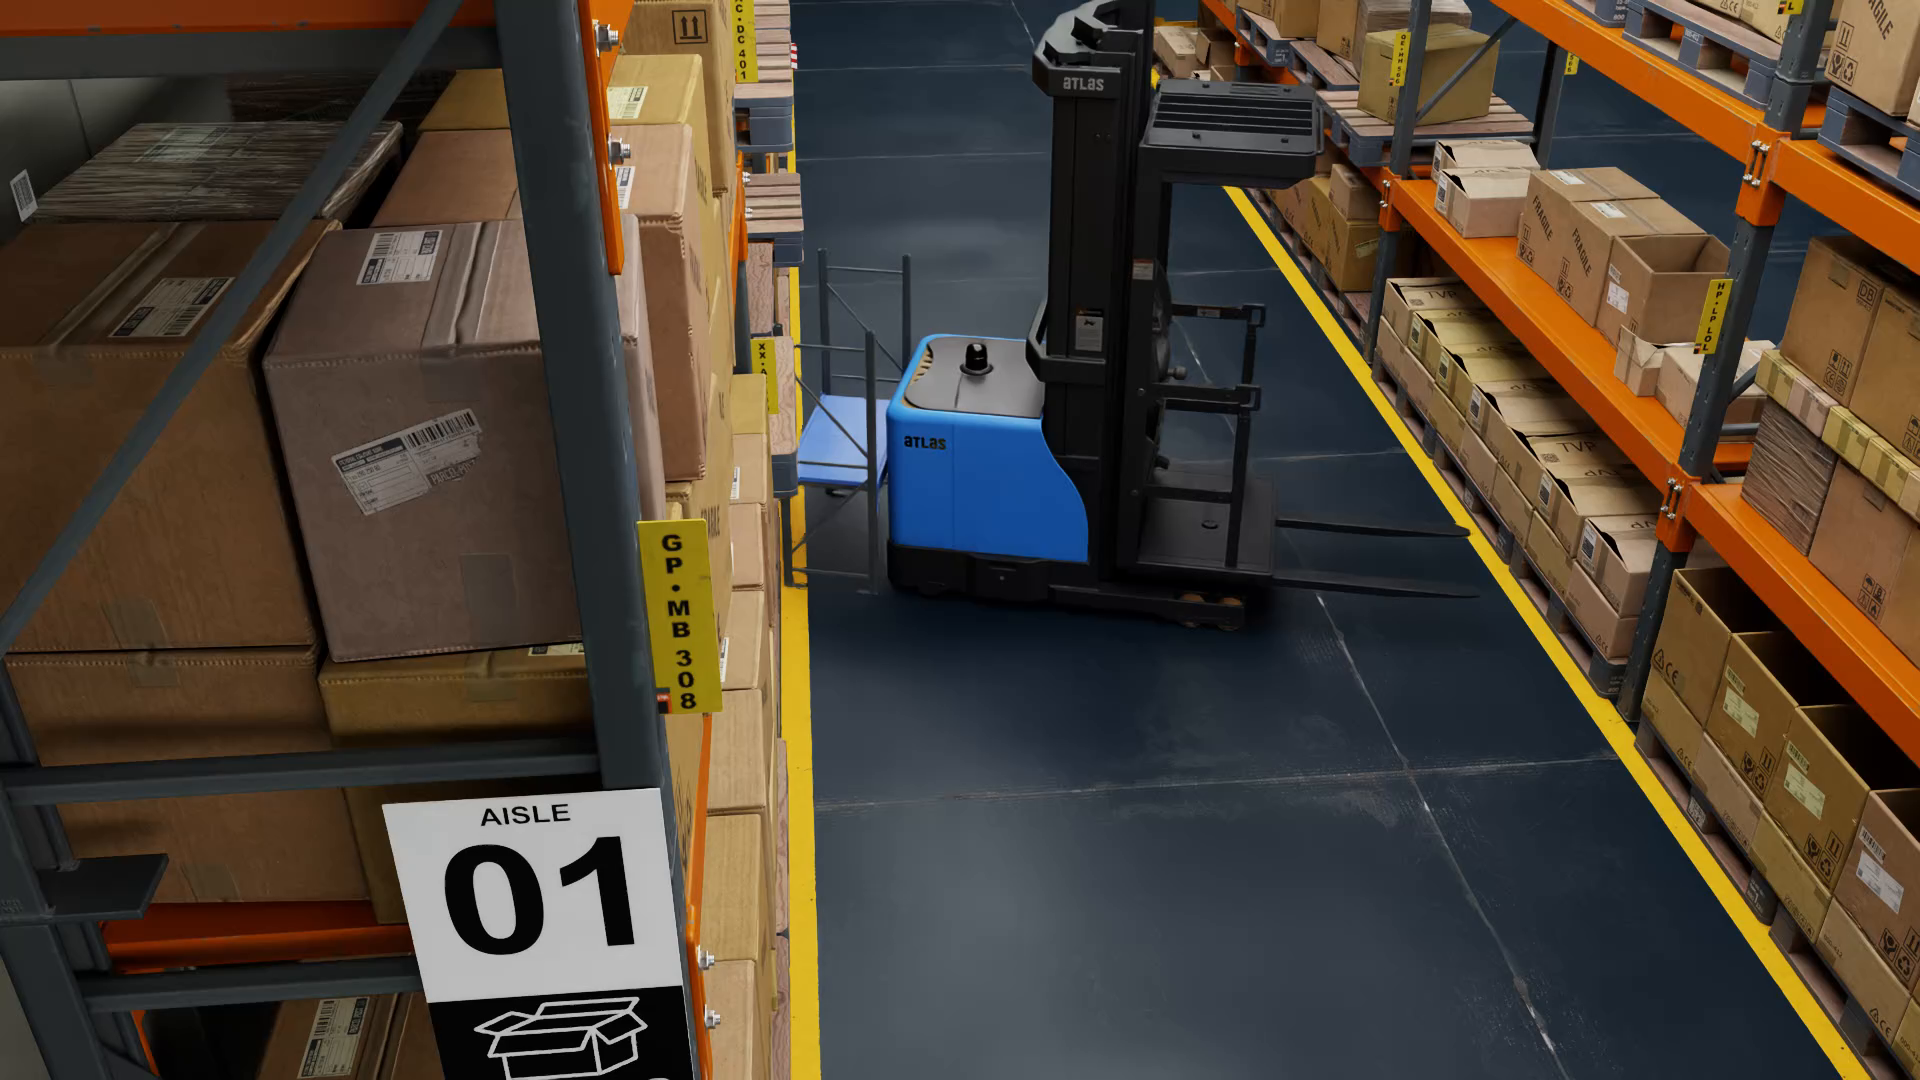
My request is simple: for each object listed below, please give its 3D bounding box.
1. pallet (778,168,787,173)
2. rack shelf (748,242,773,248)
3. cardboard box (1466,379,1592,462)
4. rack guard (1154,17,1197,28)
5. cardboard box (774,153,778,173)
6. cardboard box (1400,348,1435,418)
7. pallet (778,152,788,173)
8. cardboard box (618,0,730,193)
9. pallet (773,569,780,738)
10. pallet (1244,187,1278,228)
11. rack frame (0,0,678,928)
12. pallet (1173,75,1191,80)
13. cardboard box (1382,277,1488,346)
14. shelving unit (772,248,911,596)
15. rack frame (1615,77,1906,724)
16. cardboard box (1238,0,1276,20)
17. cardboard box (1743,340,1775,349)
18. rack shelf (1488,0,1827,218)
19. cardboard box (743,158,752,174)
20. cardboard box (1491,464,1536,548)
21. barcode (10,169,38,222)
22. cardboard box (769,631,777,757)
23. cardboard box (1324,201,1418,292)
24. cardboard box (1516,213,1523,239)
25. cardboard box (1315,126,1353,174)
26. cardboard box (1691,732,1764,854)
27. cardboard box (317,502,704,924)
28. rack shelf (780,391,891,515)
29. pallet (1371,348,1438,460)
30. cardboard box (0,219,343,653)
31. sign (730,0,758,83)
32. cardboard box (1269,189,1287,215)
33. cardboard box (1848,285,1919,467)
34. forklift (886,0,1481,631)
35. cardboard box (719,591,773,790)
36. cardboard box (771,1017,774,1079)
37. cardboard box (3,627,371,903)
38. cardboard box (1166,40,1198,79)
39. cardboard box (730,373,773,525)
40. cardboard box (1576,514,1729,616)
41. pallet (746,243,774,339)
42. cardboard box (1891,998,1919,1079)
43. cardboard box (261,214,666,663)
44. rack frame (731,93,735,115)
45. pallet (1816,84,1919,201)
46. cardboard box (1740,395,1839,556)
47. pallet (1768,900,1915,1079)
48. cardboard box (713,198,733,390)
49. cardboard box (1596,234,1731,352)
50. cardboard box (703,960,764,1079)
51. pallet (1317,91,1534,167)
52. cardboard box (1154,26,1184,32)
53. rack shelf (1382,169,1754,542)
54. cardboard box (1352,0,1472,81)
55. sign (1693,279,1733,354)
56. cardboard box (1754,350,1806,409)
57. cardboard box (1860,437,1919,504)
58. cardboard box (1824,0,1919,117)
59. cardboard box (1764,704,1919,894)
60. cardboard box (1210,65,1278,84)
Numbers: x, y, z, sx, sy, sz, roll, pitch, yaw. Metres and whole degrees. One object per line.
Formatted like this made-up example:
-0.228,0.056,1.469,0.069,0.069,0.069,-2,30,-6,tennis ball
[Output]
-1.912,-2.736,13.626,1.003,0.211,1.213,-3,31,-5,pallet
-1.499,-0.952,8.620,1.077,0.370,4.000,-3,31,-5,rack shelf
3.154,-0.689,9.204,0.500,0.311,0.500,-3,31,-5,cardboard box
2.506,-5.493,17.960,1.175,0.500,0.348,-3,31,-5,rack guard
-1.783,-2.802,12.703,0.750,0.750,0.750,-2,31,-3,cardboard box
3.050,-0.983,10.242,0.500,0.250,0.500,-4,31,-6,cardboard box
-2.052,-3.519,14.935,1.003,0.211,1.213,-3,31,-5,pallet
-0.874,-1.220,4.350,0.500,0.500,0.500,-4,31,-6,cardboard box
-1.386,0.560,8.106,1.003,0.211,1.213,-3,31,-5,pallet
2.986,-2.953,13.987,1.003,0.211,1.213,-3,31,-5,pallet
-0.938,-0.773,1.768,1.000,3.000,0.127,-3,31,-5,rack frame
2.692,-4.341,16.312,1.003,0.211,1.213,-3,31,-5,pallet
3.003,-1.480,10.528,0.500,0.311,0.500,-2,31,-3,cardboard box
-0.596,-0.638,8.847,0.538,1.500,1.048,5,31,7,shelving unit
3.620,-0.479,7.126,1.000,3.000,0.127,-3,31,-5,rack frame
2.694,-4.534,13.408,0.700,0.500,0.500,-13,33,-21,cardboard box
3.741,-0.833,7.965,0.380,0.149,0.250,-3,31,-5,cardboard box
3.433,-2.479,8.251,1.077,0.370,4.000,-3,31,-5,rack shelf
-1.486,-2.362,10.504,0.380,0.149,0.250,-3,31,-5,cardboard box
3.199,-0.196,8.925,0.500,0.250,0.500,-2,31,-3,cardboard box
-1.502,-0.553,2.669,0.001,0.075,0.075,-3,31,-5,barcode
-0.865,0.554,5.523,0.500,0.250,0.500,-3,31,-5,cardboard box
2.925,-2.103,11.854,0.500,0.500,0.500,-2,31,-3,cardboard box
3.421,-1.765,9.524,0.380,0.149,0.250,-1,31,-1,cardboard box
2.816,-2.976,12.584,0.500,0.250,0.500,-3,31,-6,cardboard box
3.403,1.028,6.875,0.500,0.250,0.500,-3,31,-5,cardboard box
-0.720,0.281,2.813,0.500,0.500,0.500,-2,31,-3,cardboard box
-0.599,-0.484,8.939,0.538,0.185,1.000,5,31,7,rack shelf
3.284,-0.902,10.554,1.003,0.211,1.213,-3,31,-5,pallet
-1.239,-0.173,2.598,0.500,0.500,0.500,-1,31,-2,cardboard box
-0.772,-1.779,5.874,0.100,0.325,0.005,-3,31,-5,sign
2.775,-2.893,13.177,0.500,0.500,0.500,-2,31,-4,cardboard box
3.716,-0.594,5.958,0.700,0.500,0.500,-3,31,-5,cardboard box
1.183,-1.093,8.222,3.031,2.935,1.130,5,31,9,forklift
-0.822,0.499,4.886,0.500,0.500,0.500,-2,31,-3,cardboard box
-0.730,1.330,4.225,0.500,0.250,0.500,-4,31,-6,cardboard box
-1.229,0.262,2.843,0.500,0.500,0.500,-1,31,-1,cardboard box
2.360,-4.812,16.634,0.500,0.250,0.500,-3,31,-5,cardboard box
-0.960,-0.279,6.188,0.500,0.500,0.500,-3,31,-5,cardboard box
3.297,0.088,7.903,0.500,0.311,0.500,-3,31,-5,cardboard box
-1.460,-1.191,8.505,1.003,0.211,1.213,-3,31,-5,pallet
3.542,1.794,5.593,0.500,0.250,0.500,-3,31,-5,cardboard box
-0.732,-0.174,2.599,0.500,0.500,0.500,-5,31,-8,cardboard box
-1.312,-2.815,5.188,1.000,3.000,0.127,-3,31,-5,rack frame
3.725,-1.294,5.653,1.003,0.211,1.213,-3,31,-5,pallet
3.668,-0.295,6.722,0.700,0.500,0.500,-4,31,-6,cardboard box
3.770,1.751,6.113,1.003,0.211,1.213,-3,31,-5,pallet
-0.859,-0.533,4.174,0.500,0.500,0.500,-1,31,-2,cardboard box
3.515,-1.184,8.209,0.500,0.500,0.500,-1,31,-1,cardboard box
-0.683,1.278,3.580,0.500,0.500,0.500,-3,31,-5,cardboard box
3.113,-2.781,11.168,1.213,0.211,1.003,-3,31,-5,pallet
2.196,-5.340,17.616,0.380,0.149,0.250,-3,31,-5,cardboard box
3.433,-1.191,9.020,1.077,0.370,4.000,-3,31,-5,rack shelf
3.180,-3.536,11.738,0.700,0.500,0.500,3,31,5,cardboard box
3.080,-0.911,6.798,0.100,0.325,0.005,-3,31,-5,sign
3.452,-0.654,6.689,0.380,0.149,0.250,-3,31,-5,cardboard box
3.527,-0.260,6.030,0.380,0.149,0.250,-3,31,-5,cardboard box
3.404,-1.780,5.736,0.500,0.500,0.500,0,31,-1,cardboard box
3.445,0.962,6.255,0.500,0.500,0.500,-3,31,-5,cardboard box
2.537,-3.956,14.957,0.500,0.500,0.500,-3,31,-5,cardboard box
